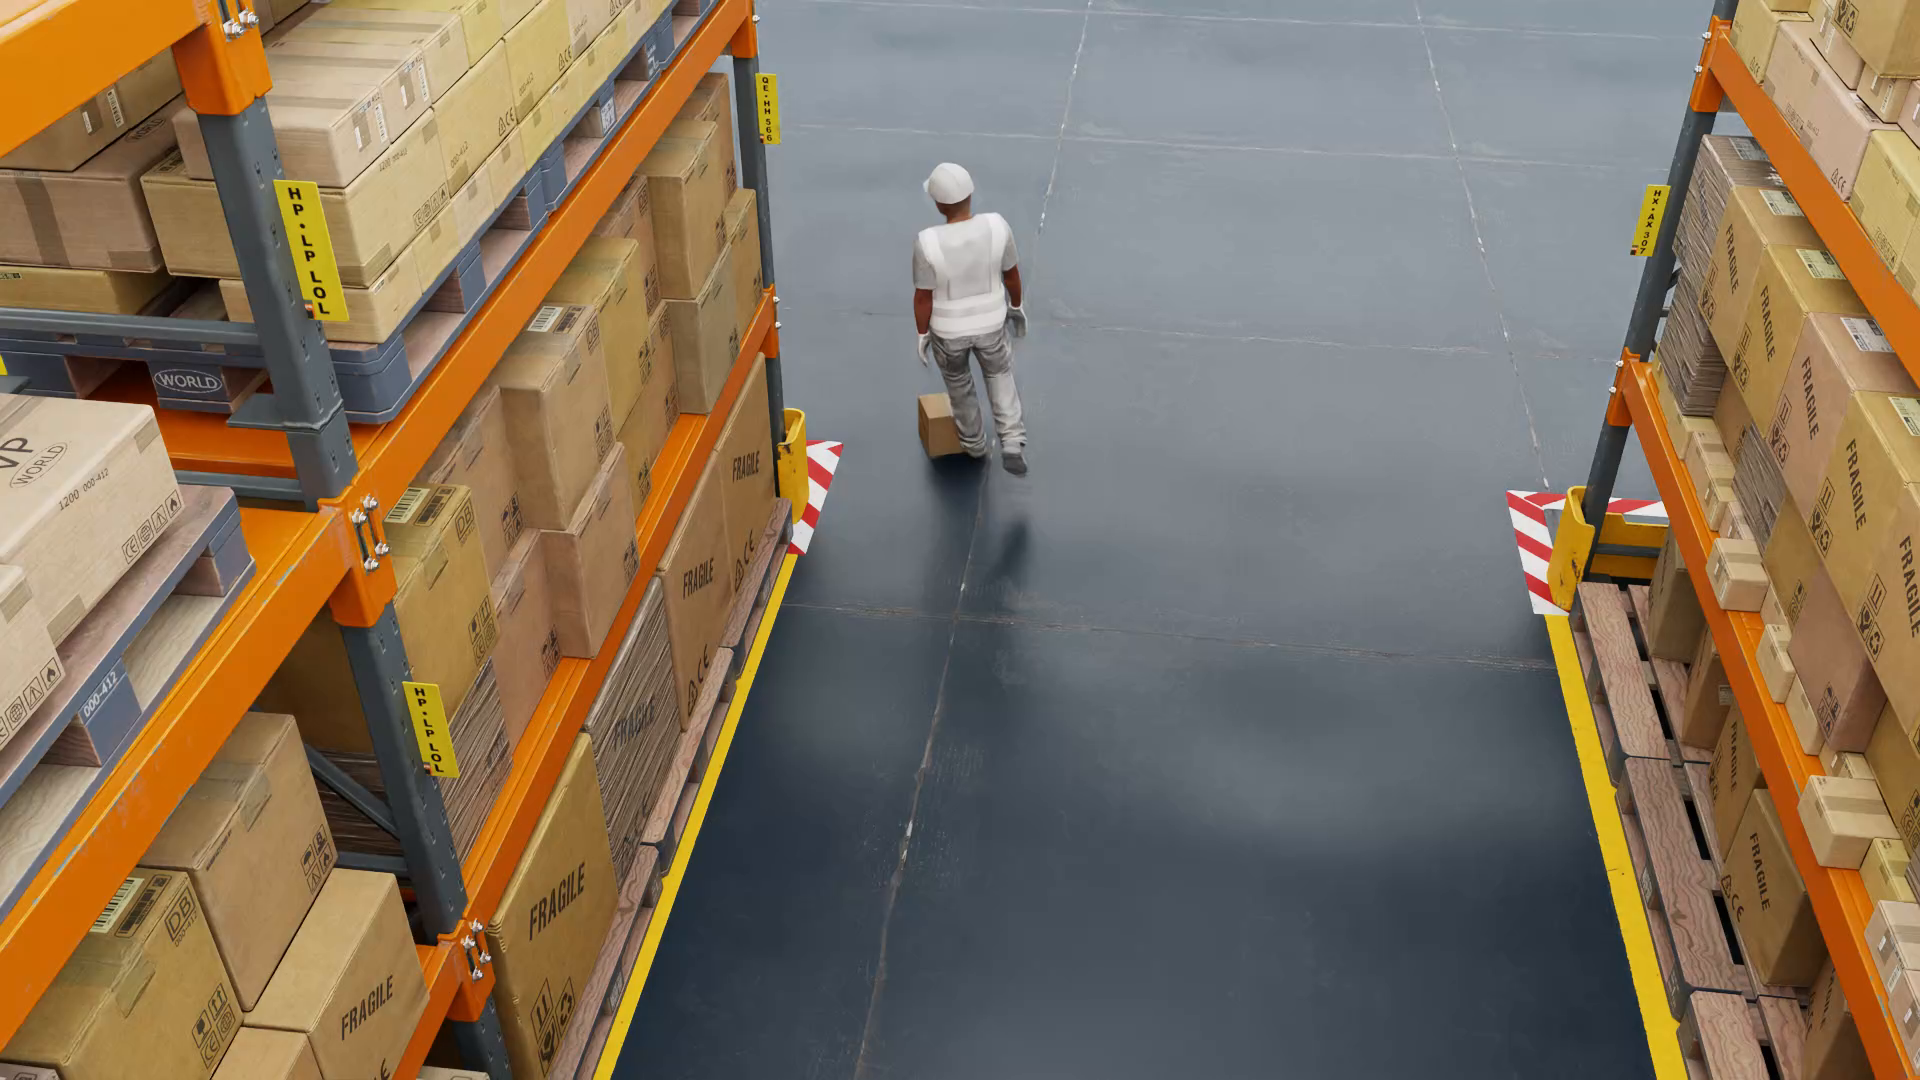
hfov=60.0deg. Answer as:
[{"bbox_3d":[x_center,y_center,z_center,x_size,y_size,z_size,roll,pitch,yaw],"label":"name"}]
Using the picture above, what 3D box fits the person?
[{"bbox_3d":[0.059,-1.109,8.542,0.619,1.750,0.749,-8,37,-10],"label":"person"}]
